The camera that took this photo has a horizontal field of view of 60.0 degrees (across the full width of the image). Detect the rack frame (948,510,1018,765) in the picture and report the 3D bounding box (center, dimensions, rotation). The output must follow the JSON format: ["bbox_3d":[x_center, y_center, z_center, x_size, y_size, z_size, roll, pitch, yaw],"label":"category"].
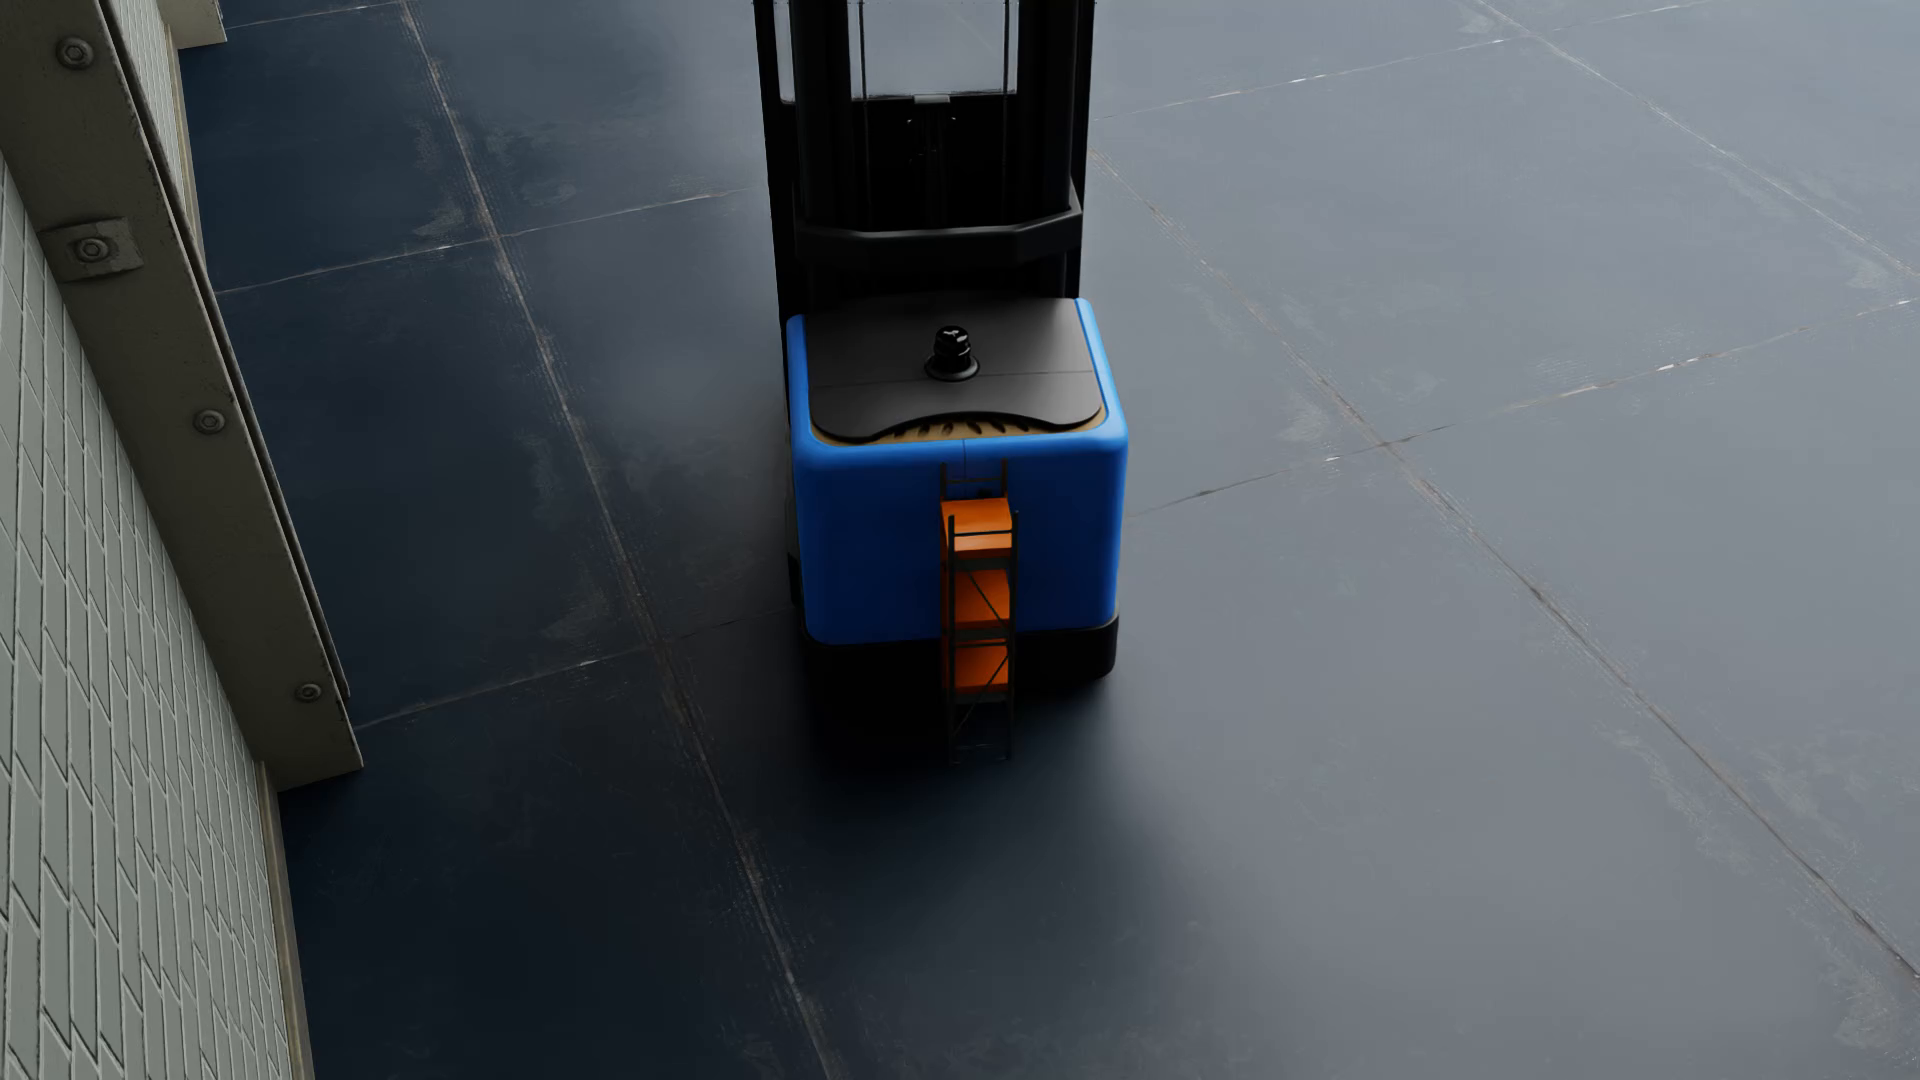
[{"bbox_3d":[0.067,0.323,5.069,0.200,1.050,0.008,-4,41,-5],"label":"rack frame"}]

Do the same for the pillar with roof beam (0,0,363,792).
[{"bbox_3d":[1.825,-3.829,3.800,9.100,9.000,0.400,-15,43,-17],"label":"pillar with roof beam"}]

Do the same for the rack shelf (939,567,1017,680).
[{"bbox_3d":[0.054,0.252,5.168,0.215,0.259,0.240,-4,41,-5],"label":"rack shelf"}]

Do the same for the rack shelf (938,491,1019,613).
[{"bbox_3d":[0.054,0.037,4.983,0.215,0.259,0.240,-4,41,-5],"label":"rack shelf"}]

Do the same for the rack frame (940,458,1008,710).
[{"bbox_3d":[0.041,0.165,5.253,0.200,1.050,0.008,-4,41,-5],"label":"rack frame"}]

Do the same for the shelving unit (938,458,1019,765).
[{"bbox_3d":[0.054,0.244,5.161,0.215,1.050,0.252,-4,41,-5],"label":"shelving unit"}]

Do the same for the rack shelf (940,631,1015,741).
[{"bbox_3d":[0.054,0.463,5.349,0.215,0.259,0.240,-4,41,-5],"label":"rack shelf"}]

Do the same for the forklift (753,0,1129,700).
[{"bbox_3d":[-0.140,-1.536,5.789,1.130,2.935,3.031,-4,41,-5],"label":"forklift"}]

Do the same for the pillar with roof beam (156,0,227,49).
[{"bbox_3d":[-0.471,-7.443,8.004,9.100,9.000,0.400,-15,43,-17],"label":"pillar with roof beam"}]
